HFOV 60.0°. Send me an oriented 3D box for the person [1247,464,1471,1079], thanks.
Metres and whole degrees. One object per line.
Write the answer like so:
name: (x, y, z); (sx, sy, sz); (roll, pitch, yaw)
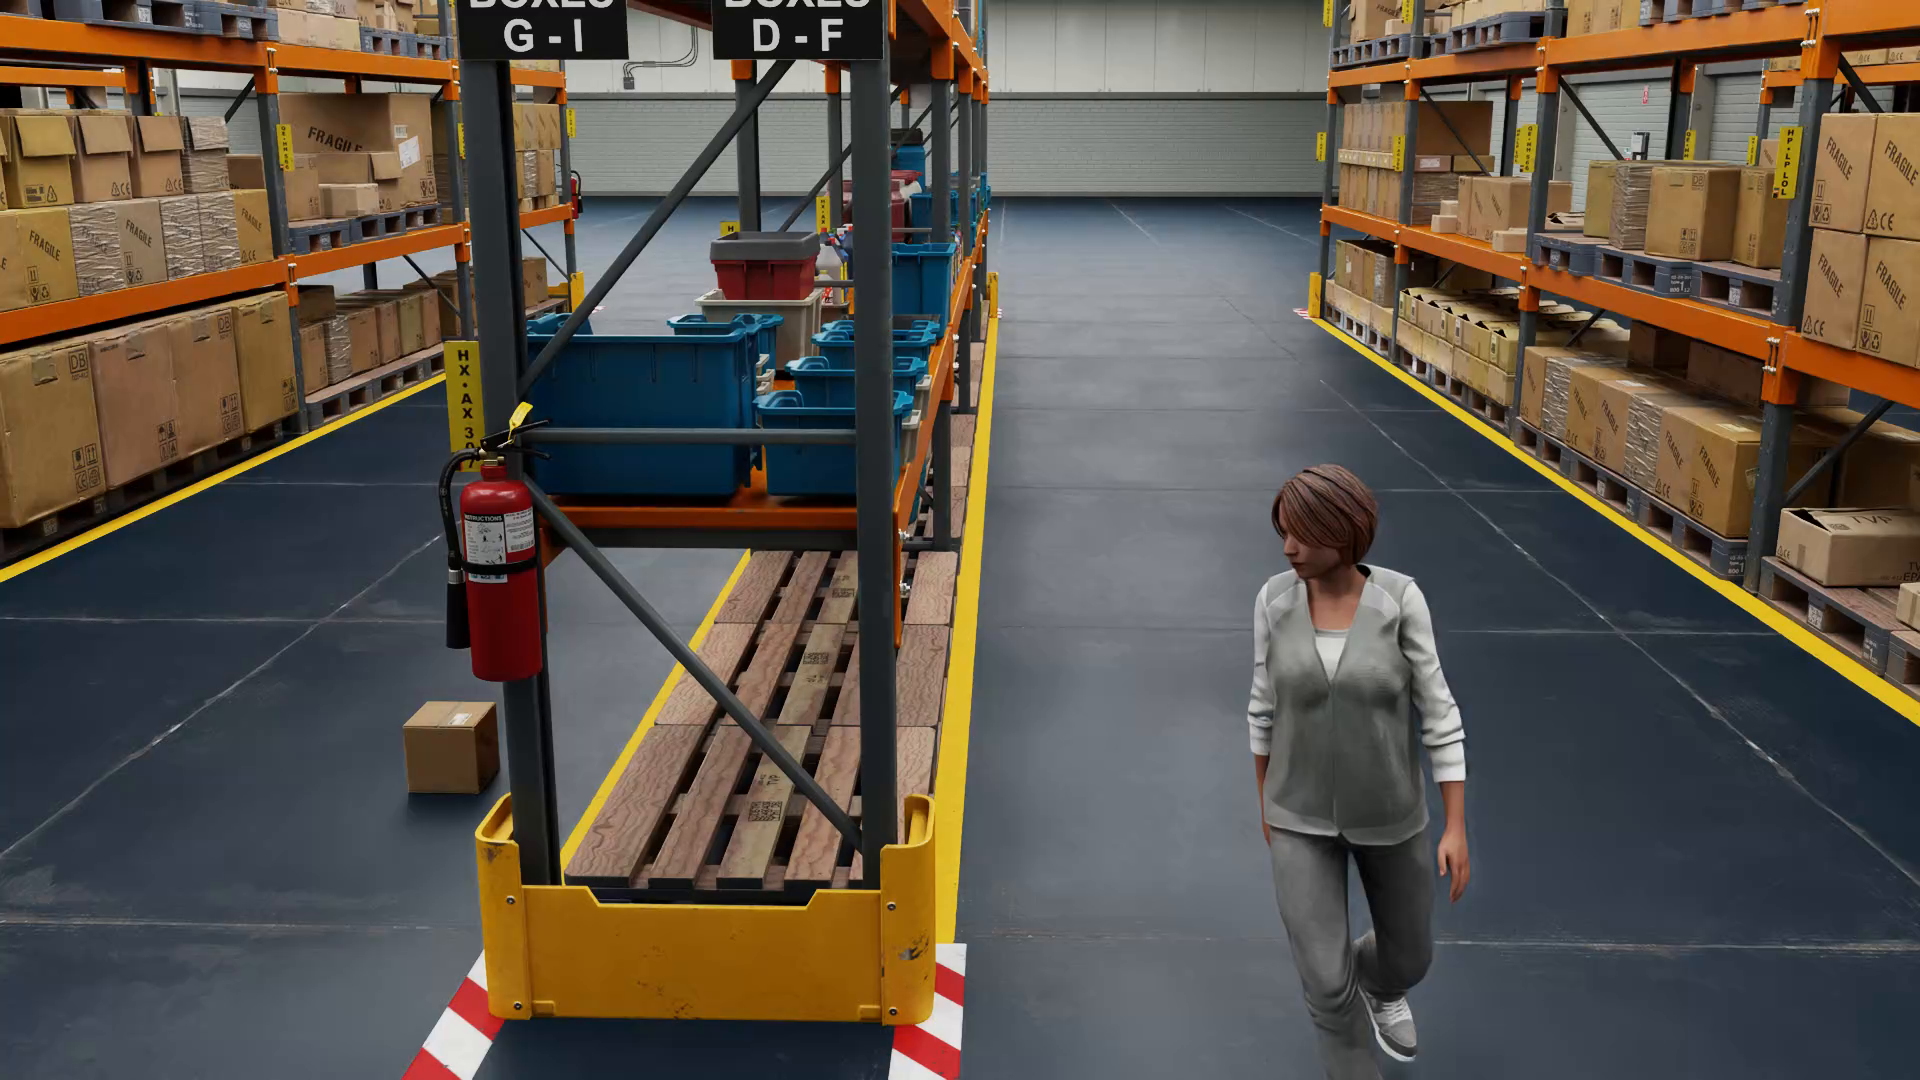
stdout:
person: (0.859, 0.602, 3.632); (0.479, 1.540, 0.806); (4, 15, 14)
